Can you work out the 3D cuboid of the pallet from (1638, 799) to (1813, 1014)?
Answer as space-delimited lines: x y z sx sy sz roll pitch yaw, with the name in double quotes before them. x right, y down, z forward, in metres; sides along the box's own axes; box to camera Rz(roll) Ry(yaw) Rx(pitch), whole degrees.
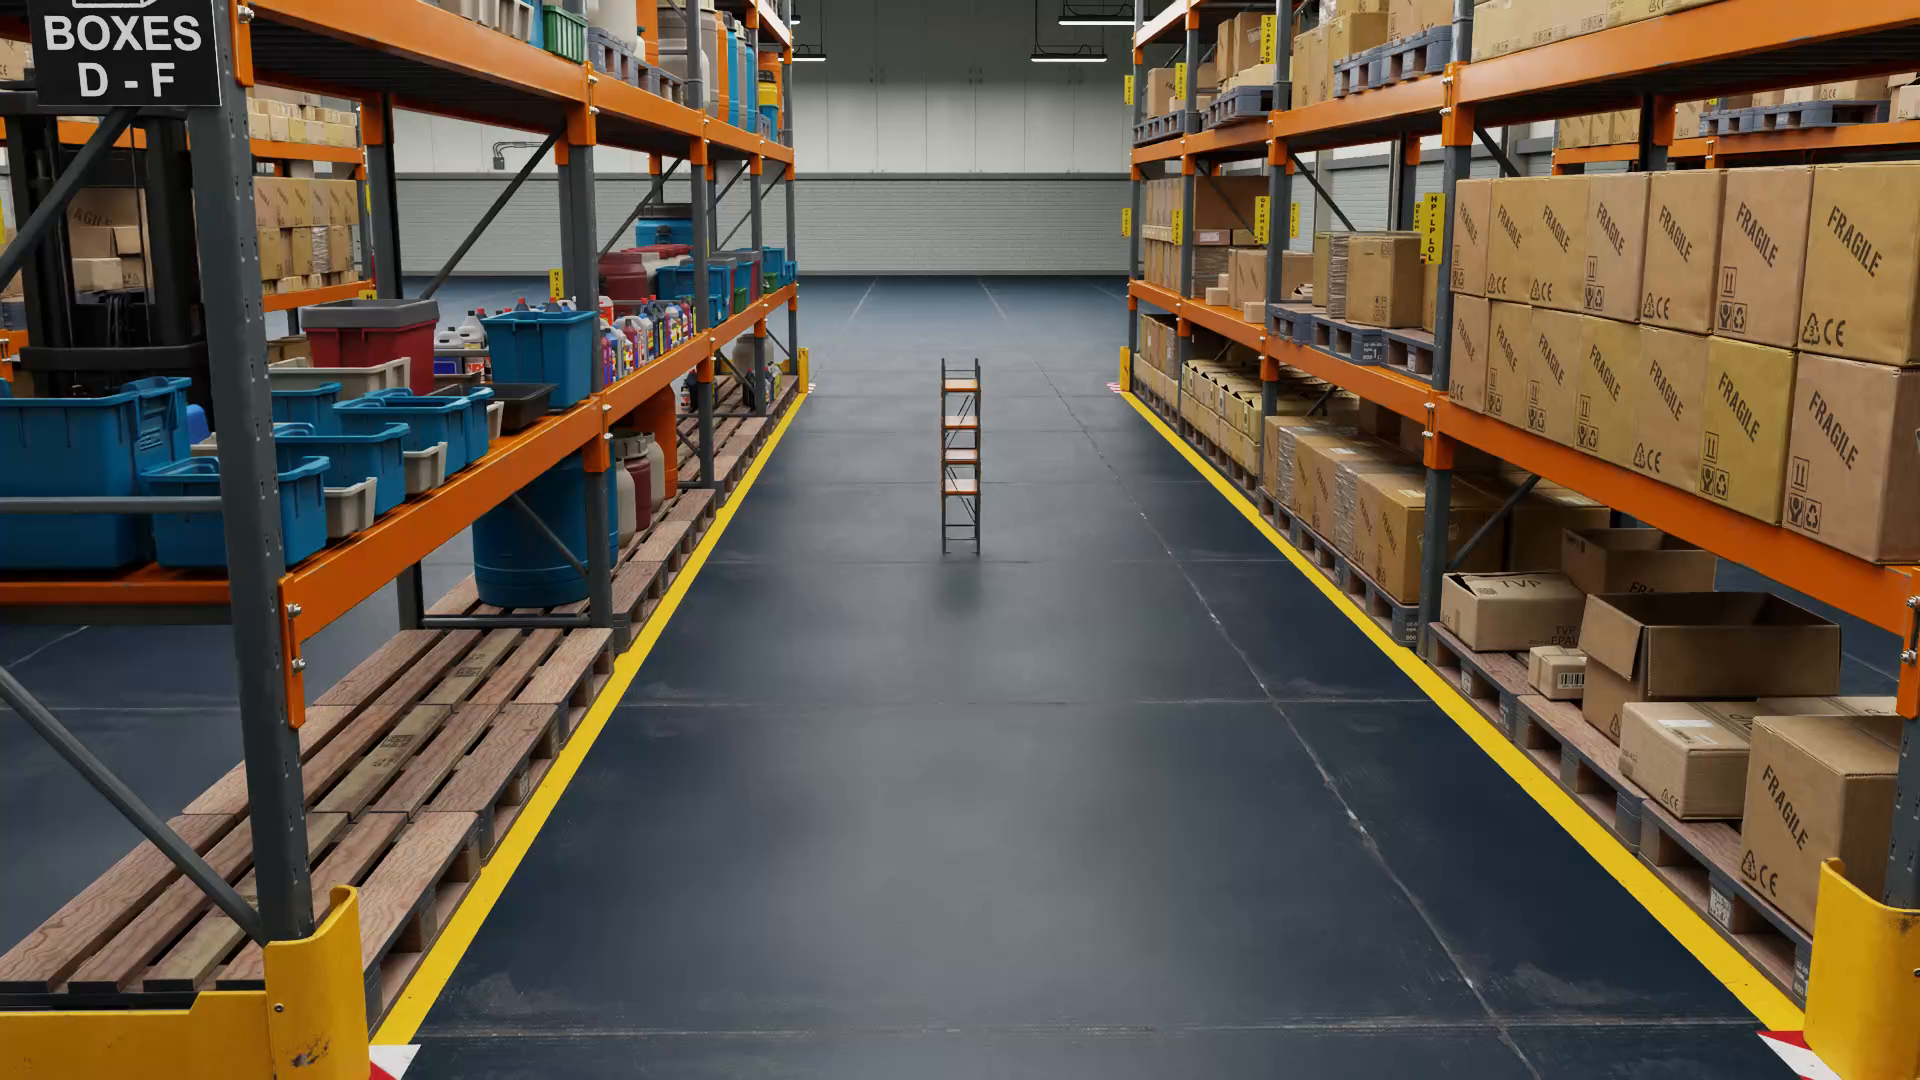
"pallet" 2.824 1.101 5.102 1.003 0.211 1.213 0 11 -1

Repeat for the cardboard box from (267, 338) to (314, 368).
"cardboard box" -7.349 -1.971 18.459 0.500 0.500 0.500 3 12 14

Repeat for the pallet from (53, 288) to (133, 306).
"pallet" -7.309 -1.942 13.569 1.003 0.211 1.213 0 11 -1

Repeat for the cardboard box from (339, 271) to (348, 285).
"cardboard box" -7.119 -2.955 18.711 0.380 0.149 0.250 0 11 -1

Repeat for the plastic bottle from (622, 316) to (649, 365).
"plastic bottle" -1.845 -1.131 9.400 0.152 0.276 0.135 0 11 -1

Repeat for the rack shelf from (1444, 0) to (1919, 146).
"rack shelf" 2.802 -1.607 5.702 1.077 0.370 4.000 0 11 -1

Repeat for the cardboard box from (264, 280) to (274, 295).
"cardboard box" -7.053 -2.507 16.506 0.380 0.149 0.250 0 11 -1

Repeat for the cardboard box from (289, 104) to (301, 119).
"cardboard box" -7.095 -4.457 17.316 0.380 0.149 0.250 -1 11 -4

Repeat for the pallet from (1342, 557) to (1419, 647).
"pallet" 2.706 0.318 8.962 1.003 0.211 1.213 0 11 -1

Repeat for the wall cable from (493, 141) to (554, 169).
"wall cable" -13.016 -14.226 49.994 2.305 6.003 0.169 0 11 -1

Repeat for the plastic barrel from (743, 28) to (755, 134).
"plastic barrel" -2.130 -4.074 14.789 0.600 0.901 0.708 0 11 -1

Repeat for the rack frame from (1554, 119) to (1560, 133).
"rack frame" 7.465 -6.234 19.154 1.000 3.000 0.127 0 11 -1

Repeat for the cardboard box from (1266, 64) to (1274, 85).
"cardboard box" 2.583 -3.479 12.439 0.500 0.250 0.500 0 11 0

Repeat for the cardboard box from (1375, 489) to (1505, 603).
"cardboard box" 2.464 0.025 8.571 0.500 0.500 0.500 0 11 -1

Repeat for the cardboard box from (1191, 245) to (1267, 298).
"cardboard box" 2.579 -2.615 16.152 0.700 0.500 0.500 -1 11 -3

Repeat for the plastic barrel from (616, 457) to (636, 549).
"plastic barrel" -2.123 -0.216 9.780 0.421 0.512 0.421 0 11 0

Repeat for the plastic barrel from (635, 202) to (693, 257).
"plastic barrel" -2.652 -2.626 15.196 0.600 0.901 0.708 0 11 -1

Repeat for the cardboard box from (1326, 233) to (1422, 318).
"cardboard box" 2.631 -1.630 10.241 0.700 0.500 0.500 2 12 10

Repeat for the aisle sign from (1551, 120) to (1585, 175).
"aisle sign" 7.163 -4.581 19.556 0.394 0.787 0.004 0 11 -1

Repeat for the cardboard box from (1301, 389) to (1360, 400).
"cardboard box" 2.941 -1.025 13.017 0.500 0.311 0.500 -1 11 -3

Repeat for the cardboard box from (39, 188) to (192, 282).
"cardboard box" -7.433 -2.779 14.648 1.000 1.000 1.000 0 11 -1

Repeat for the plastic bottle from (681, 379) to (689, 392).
"plastic bottle" -2.697 -1.437 16.322 0.061 0.283 0.133 0 11 2

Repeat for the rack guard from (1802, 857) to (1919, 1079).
"rack guard" 2.841 1.118 4.292 1.175 0.500 0.348 0 11 -1

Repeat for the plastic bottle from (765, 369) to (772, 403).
"plastic bottle" -1.959 -1.538 16.649 0.144 0.351 0.185 0 11 0

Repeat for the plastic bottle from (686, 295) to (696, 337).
"plastic bottle" -1.840 -1.527 11.335 0.061 0.283 0.133 0 11 -1

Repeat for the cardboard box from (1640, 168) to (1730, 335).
"cardboard box" 2.532 -0.922 5.293 0.500 0.500 0.500 0 11 0

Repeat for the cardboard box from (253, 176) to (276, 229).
"cardboard box" -7.076 -3.312 16.327 0.500 0.500 0.500 0 11 -1

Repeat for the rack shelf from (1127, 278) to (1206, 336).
"rack shelf" 2.554 -2.523 17.758 1.077 0.370 4.000 0 11 -1

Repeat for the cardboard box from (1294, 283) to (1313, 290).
"cardboard box" 2.853 -1.817 12.697 0.500 0.311 0.500 0 11 -2

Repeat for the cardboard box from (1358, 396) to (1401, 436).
"cardboard box" 2.937 -0.844 10.971 0.500 0.250 0.500 0 11 1

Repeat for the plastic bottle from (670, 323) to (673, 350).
"plastic bottle" -1.837 -1.282 10.336 0.097 0.201 0.097 0 11 0

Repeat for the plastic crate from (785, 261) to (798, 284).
"plastic crate" -2.131 -3.082 19.080 0.499 0.251 0.616 0 11 -1

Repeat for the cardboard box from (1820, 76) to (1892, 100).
"cardboard box" 7.504 -3.869 13.735 0.500 0.500 0.500 -1 11 -3

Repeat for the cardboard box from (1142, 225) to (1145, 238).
"cardboard box" 2.305 -3.561 19.183 0.380 0.149 0.250 0 11 -2

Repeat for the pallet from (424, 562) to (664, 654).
"pallet" -2.166 0.345 8.826 1.003 0.211 1.213 0 11 -1

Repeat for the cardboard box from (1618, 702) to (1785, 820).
"cardboard box" 2.596 0.744 5.658 0.500 0.250 0.500 0 11 -1

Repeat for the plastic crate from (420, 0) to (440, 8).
"plastic crate" -1.866 -1.817 5.083 0.504 0.338 0.767 0 11 -1

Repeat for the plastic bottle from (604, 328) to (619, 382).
"plastic bottle" -1.799 -0.948 8.511 0.097 0.271 0.097 0 11 0

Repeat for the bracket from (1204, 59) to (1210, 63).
"bracket" 7.324 -14.261 49.665 0.076 0.066 3.189 0 11 -1

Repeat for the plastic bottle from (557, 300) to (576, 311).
"plastic bottle" -2.579 -1.423 10.840 0.152 0.276 0.135 0 11 -1

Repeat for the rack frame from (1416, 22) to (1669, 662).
"rack frame" 2.760 -0.887 7.889 1.000 3.000 0.127 0 11 -1

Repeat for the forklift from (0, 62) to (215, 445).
"forklift" -4.857 -1.234 9.769 1.130 2.935 3.031 -1 11 -4

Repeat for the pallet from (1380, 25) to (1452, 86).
"pallet" 2.817 -2.395 8.249 1.213 0.211 1.003 0 11 -1

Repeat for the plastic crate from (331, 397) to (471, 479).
"plastic crate" -1.813 -0.332 5.422 0.416 0.233 0.300 0 11 -1

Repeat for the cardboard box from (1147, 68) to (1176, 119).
"cardboard box" 2.273 -4.735 17.650 0.500 0.500 0.500 0 11 -1

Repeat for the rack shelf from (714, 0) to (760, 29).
"rack shelf" -2.316 -4.452 13.186 1.077 0.370 4.000 0 11 -1

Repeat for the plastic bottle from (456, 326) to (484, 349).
"plastic bottle" -2.531 -0.957 8.542 0.152 0.276 0.135 0 11 -1

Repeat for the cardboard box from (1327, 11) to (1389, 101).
"cardboard box" 2.742 -2.910 10.064 0.910 0.500 0.500 0 11 -1

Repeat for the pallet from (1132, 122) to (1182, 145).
"pallet" 2.501 -4.559 18.664 1.003 0.211 1.213 0 11 -1

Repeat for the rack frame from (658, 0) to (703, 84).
"rack frame" -2.275 -4.603 11.115 1.000 3.000 0.127 0 11 -1

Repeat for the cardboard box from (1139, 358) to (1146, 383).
"cardboard box" 2.315 -1.924 18.858 0.500 0.250 0.500 0 11 -1

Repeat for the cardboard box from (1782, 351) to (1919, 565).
"cardboard box" 2.562 -0.229 4.393 0.500 0.500 0.500 0 11 1

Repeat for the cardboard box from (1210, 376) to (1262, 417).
"cardboard box" 2.387 -1.222 13.987 0.500 0.311 0.500 0 11 0

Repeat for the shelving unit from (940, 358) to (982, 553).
"shelving unit" 0.003 -0.555 10.778 0.258 1.200 0.503 0 11 -1

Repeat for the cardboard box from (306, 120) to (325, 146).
"cardboard box" -7.113 -4.333 17.708 0.500 0.250 0.500 0 11 0

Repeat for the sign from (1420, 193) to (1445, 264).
"sign" 2.205 -1.452 7.759 0.100 0.325 0.005 0 11 -1
